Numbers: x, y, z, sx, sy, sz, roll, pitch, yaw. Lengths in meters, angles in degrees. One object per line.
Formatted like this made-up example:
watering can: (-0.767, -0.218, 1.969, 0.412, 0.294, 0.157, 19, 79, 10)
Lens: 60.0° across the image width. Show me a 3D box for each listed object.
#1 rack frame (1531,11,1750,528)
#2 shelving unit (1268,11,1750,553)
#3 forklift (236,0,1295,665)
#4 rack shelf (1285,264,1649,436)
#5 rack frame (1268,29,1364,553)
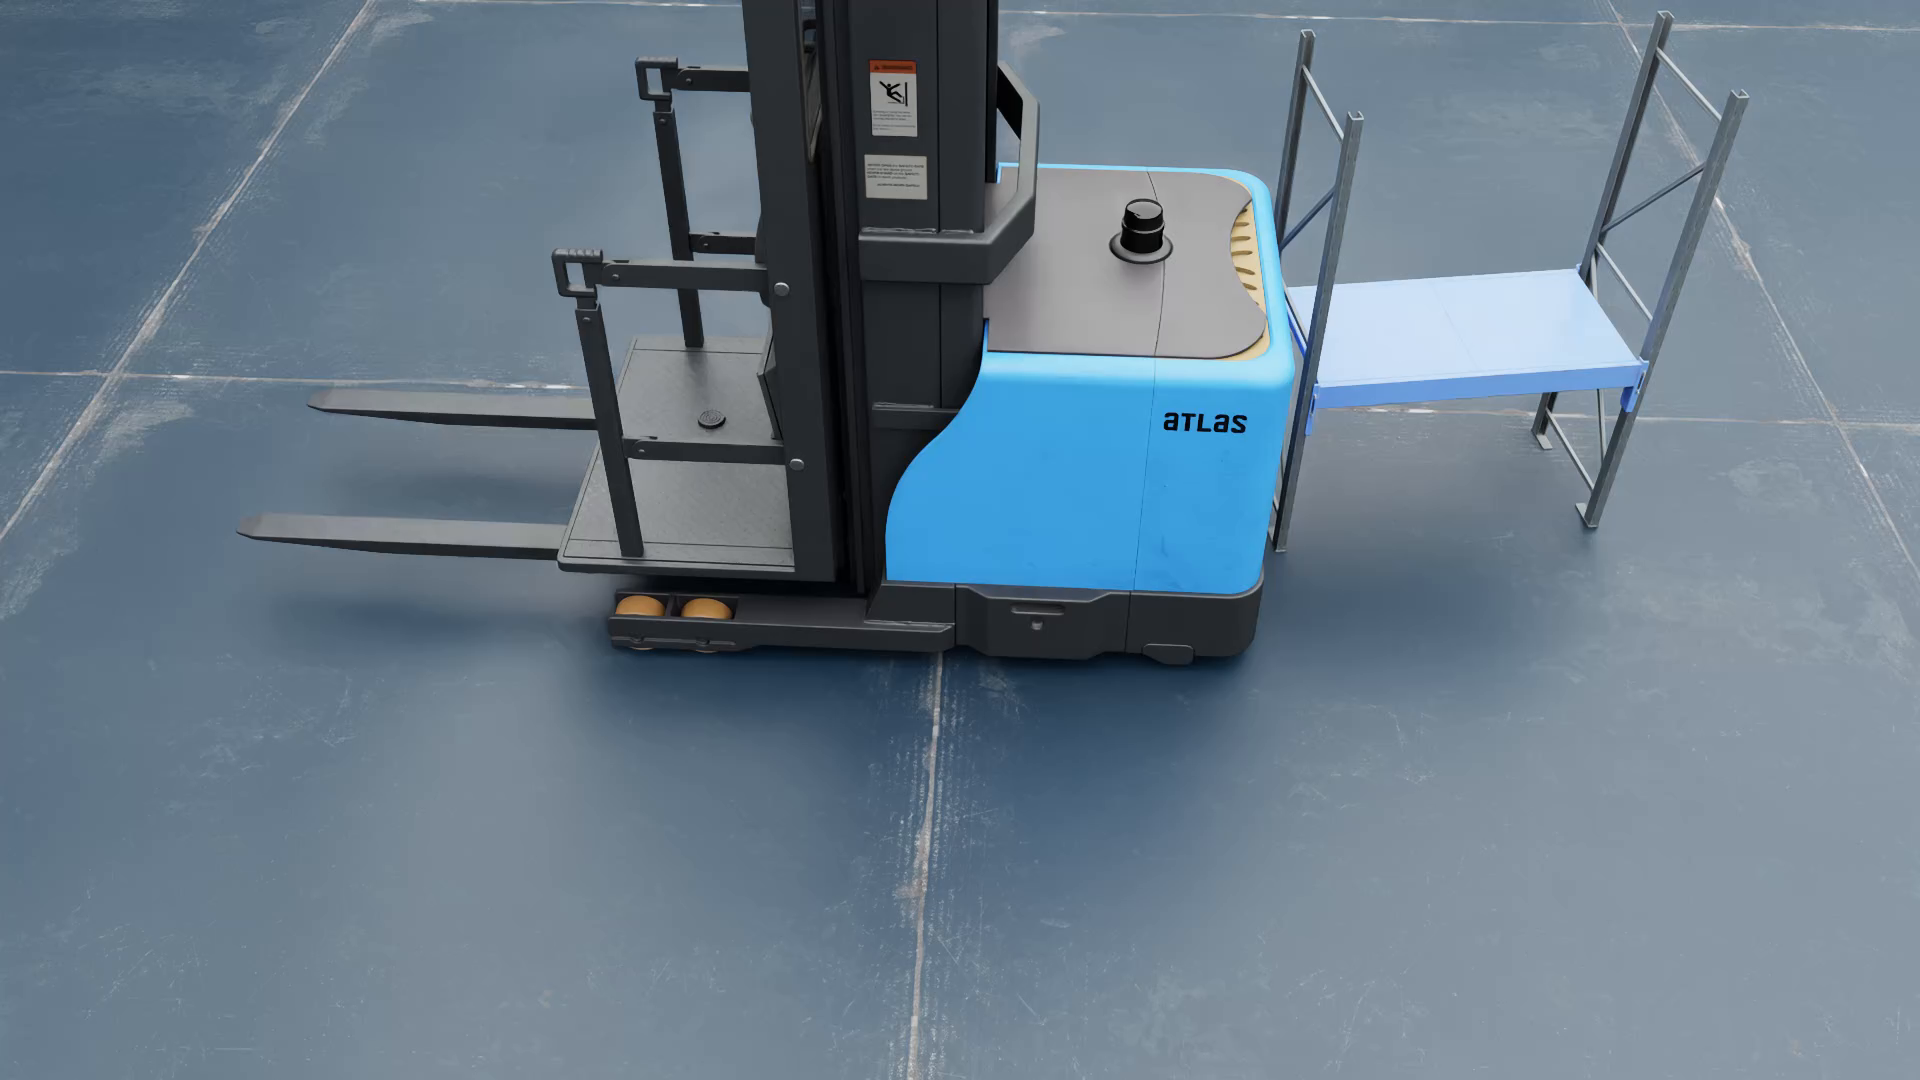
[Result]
rack frame: (1.985, -0.756, 4.961, 0.032, 1.500, 0.500, -4, 43, -5)
shelving unit: (1.480, -0.717, 4.920, 1.048, 1.500, 0.538, -4, 43, -5)
forklift: (-0.627, -1.098, 4.279, 3.031, 2.935, 1.130, 2, 43, 3)
rack shelf: (1.480, -0.586, 5.042, 1.000, 0.185, 0.538, -4, 43, -5)
rack frame: (0.975, -0.678, 4.878, 0.032, 1.500, 0.500, -4, 43, -5)
